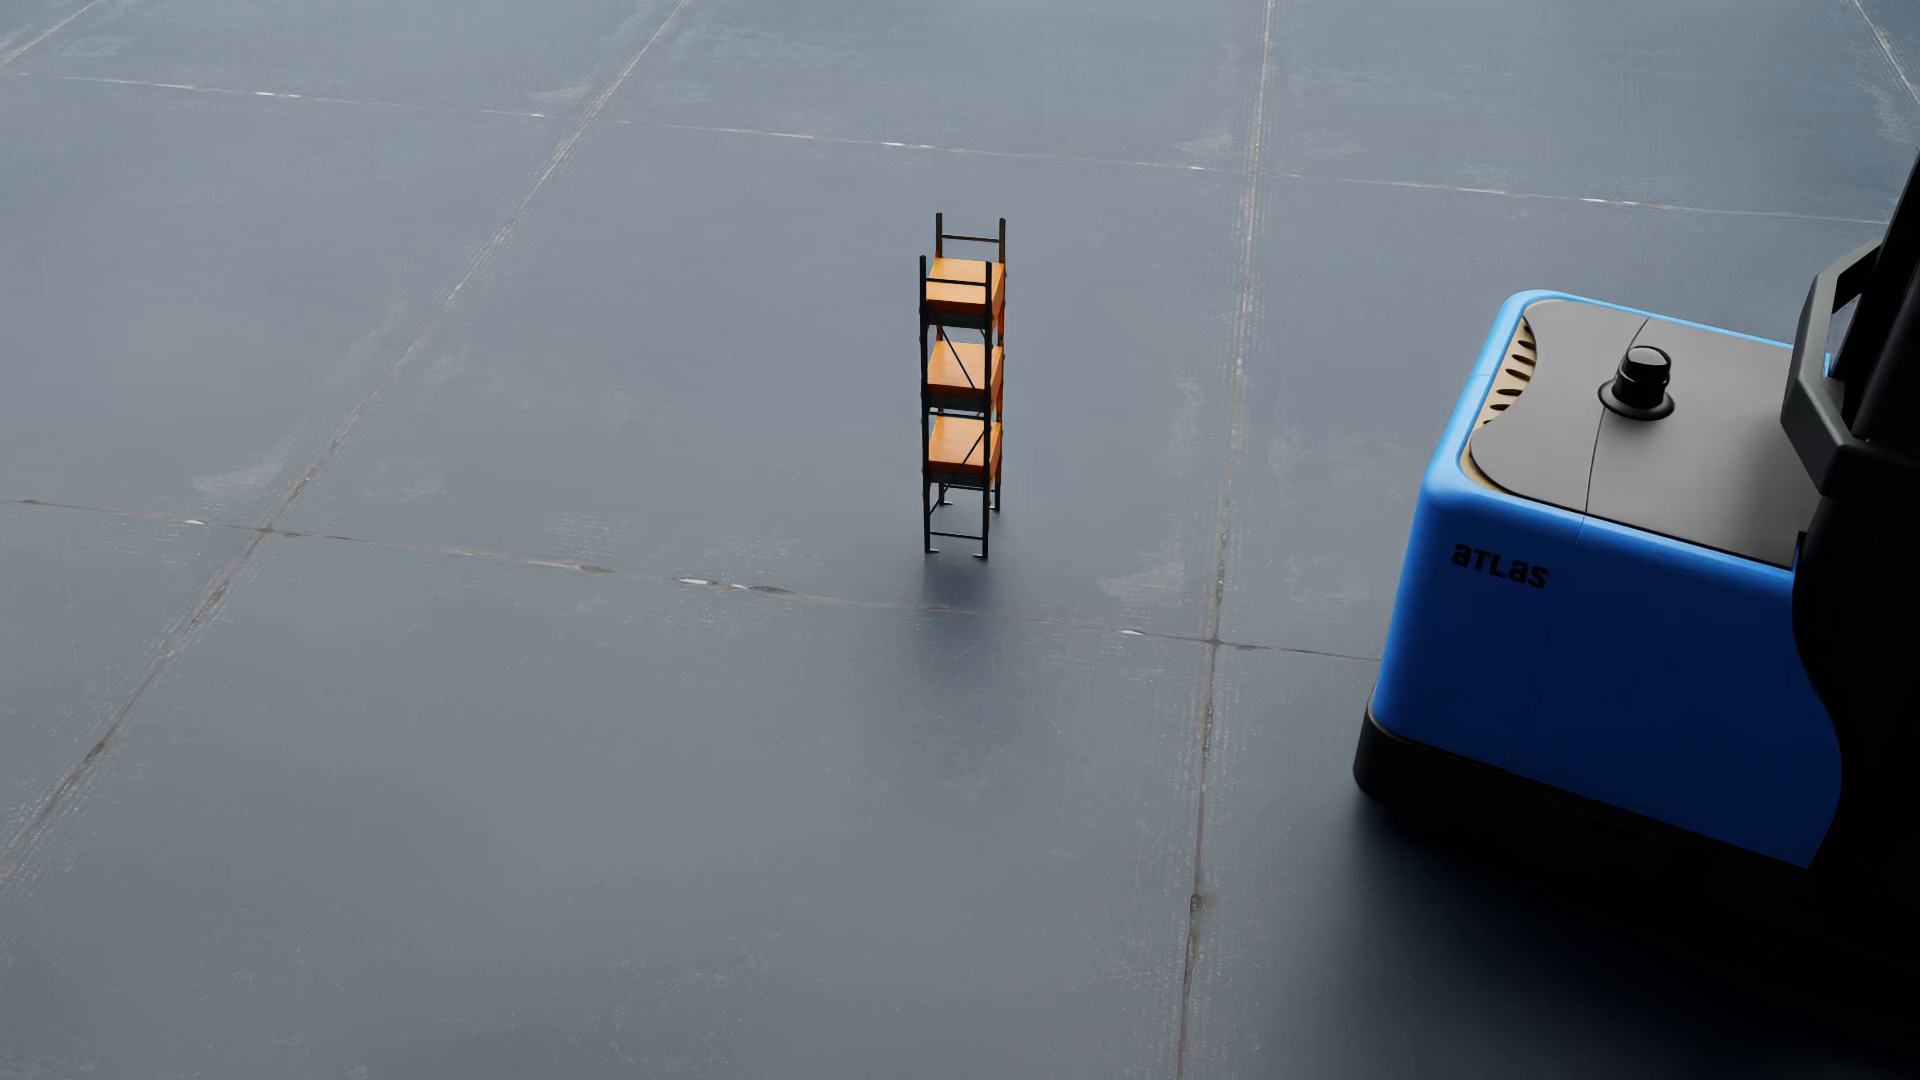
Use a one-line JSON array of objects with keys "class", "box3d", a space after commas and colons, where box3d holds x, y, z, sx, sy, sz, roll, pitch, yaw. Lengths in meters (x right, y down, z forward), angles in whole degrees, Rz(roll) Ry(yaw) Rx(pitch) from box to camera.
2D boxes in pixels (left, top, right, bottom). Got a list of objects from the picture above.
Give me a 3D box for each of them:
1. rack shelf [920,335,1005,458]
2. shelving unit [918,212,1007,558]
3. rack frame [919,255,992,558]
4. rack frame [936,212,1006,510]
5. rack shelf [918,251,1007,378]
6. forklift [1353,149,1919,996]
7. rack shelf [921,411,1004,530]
[{"class": "rack shelf", "box3d": [0.009, -0.430, 4.963, 0.215, 0.259, 0.240, 6, 40, 8]}, {"class": "shelving unit", "box3d": [0.009, -0.438, 4.956, 0.215, 1.050, 0.252, 6, 40, 8]}, {"class": "rack frame", "box3d": [-0.012, -0.362, 4.863, 0.200, 1.050, 0.008, 6, 40, 8]}, {"class": "rack frame", "box3d": [0.030, -0.515, 5.049, 0.200, 1.050, 0.008, 6, 40, 8]}, {"class": "rack shelf", "box3d": [0.009, -0.649, 4.782, 0.215, 0.259, 0.240, 6, 40, 8]}, {"class": "forklift", "box3d": [2.592, -0.292, 3.304, 3.031, 2.935, 1.130, 17, 43, 20]}, {"class": "rack shelf", "box3d": [0.009, -0.216, 5.140, 0.215, 0.259, 0.240, 6, 40, 8]}]
